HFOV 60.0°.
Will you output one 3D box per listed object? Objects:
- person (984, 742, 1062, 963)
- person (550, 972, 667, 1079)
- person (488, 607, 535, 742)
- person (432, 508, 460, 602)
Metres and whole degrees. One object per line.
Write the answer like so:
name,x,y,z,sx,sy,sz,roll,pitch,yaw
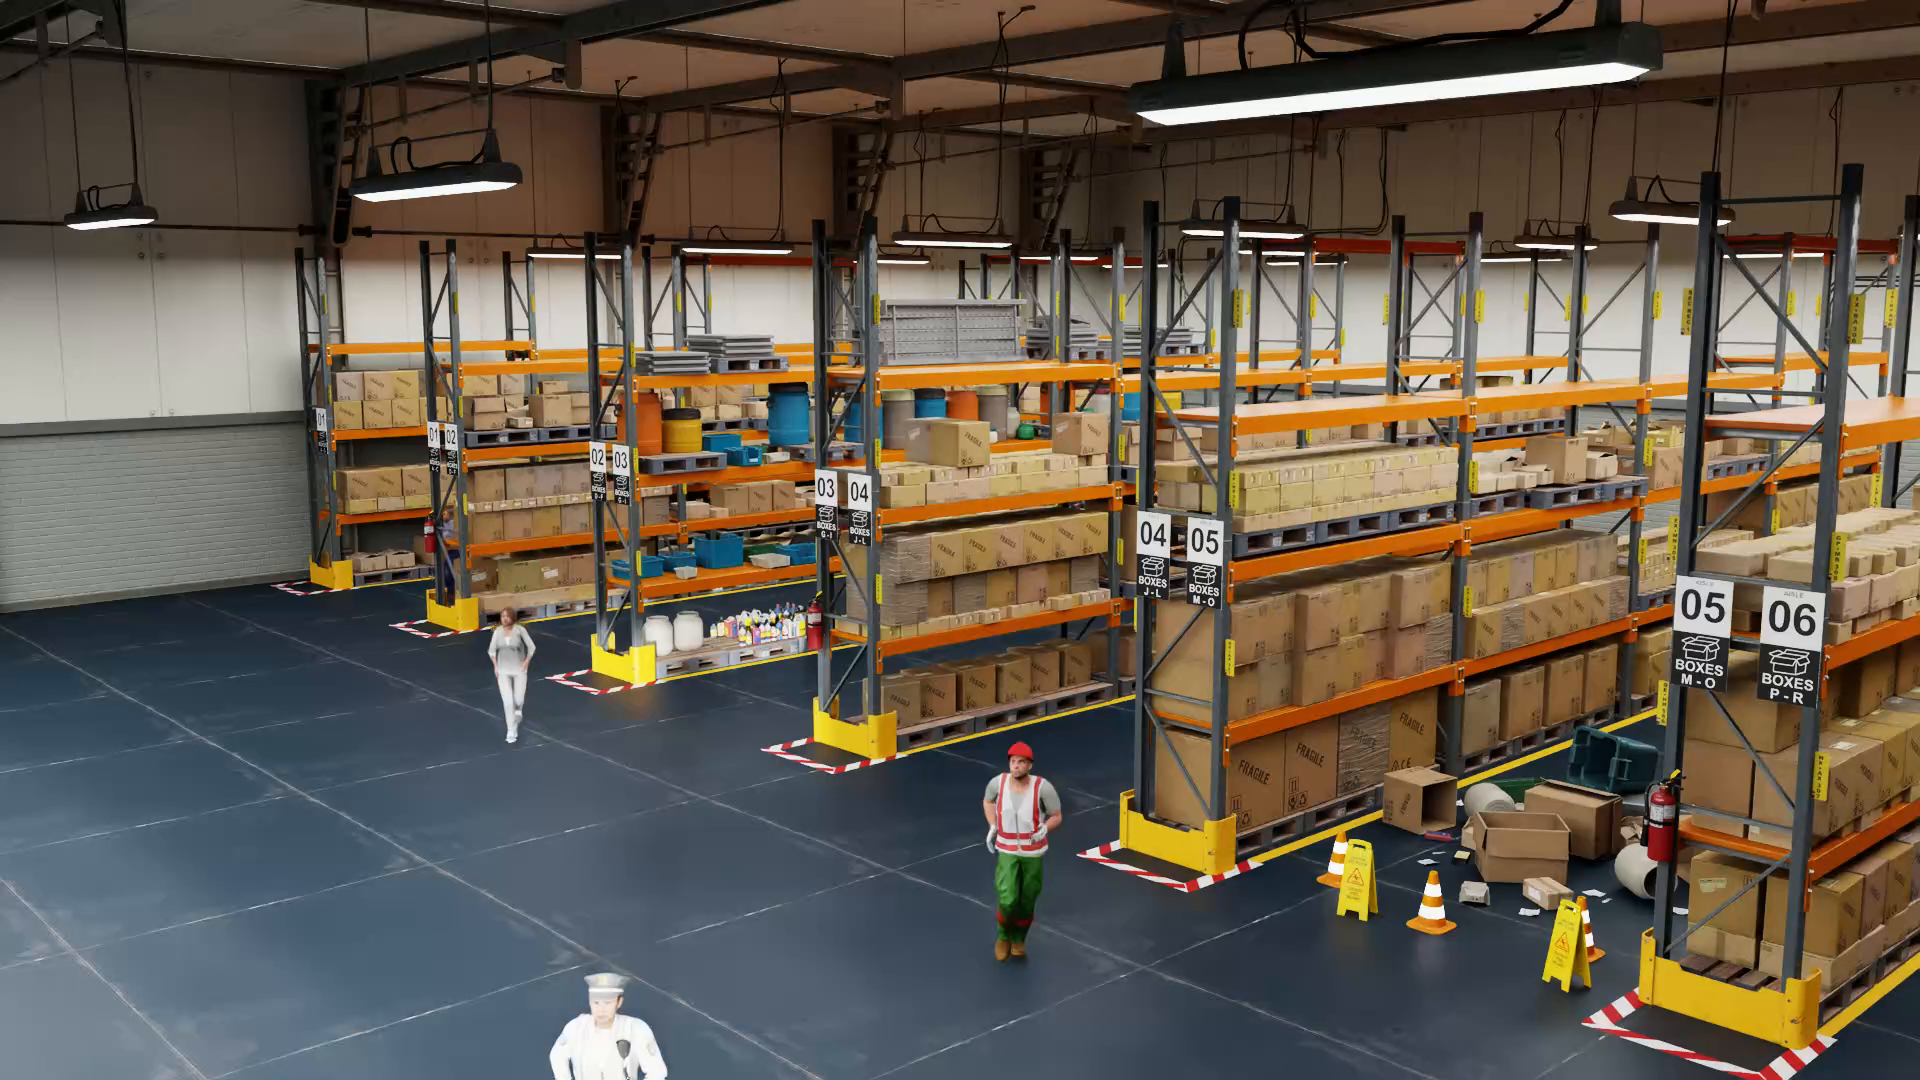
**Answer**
person,0.471,2.427,12.813,0.624,1.770,0.667,1,8,6
person,-1.860,3.070,8.790,0.623,1.662,0.567,-1,8,-8
person,-5.260,1.554,19.544,0.540,1.573,0.557,-1,8,-7
person,-8.623,0.258,28.074,0.610,1.614,0.575,7,11,39
